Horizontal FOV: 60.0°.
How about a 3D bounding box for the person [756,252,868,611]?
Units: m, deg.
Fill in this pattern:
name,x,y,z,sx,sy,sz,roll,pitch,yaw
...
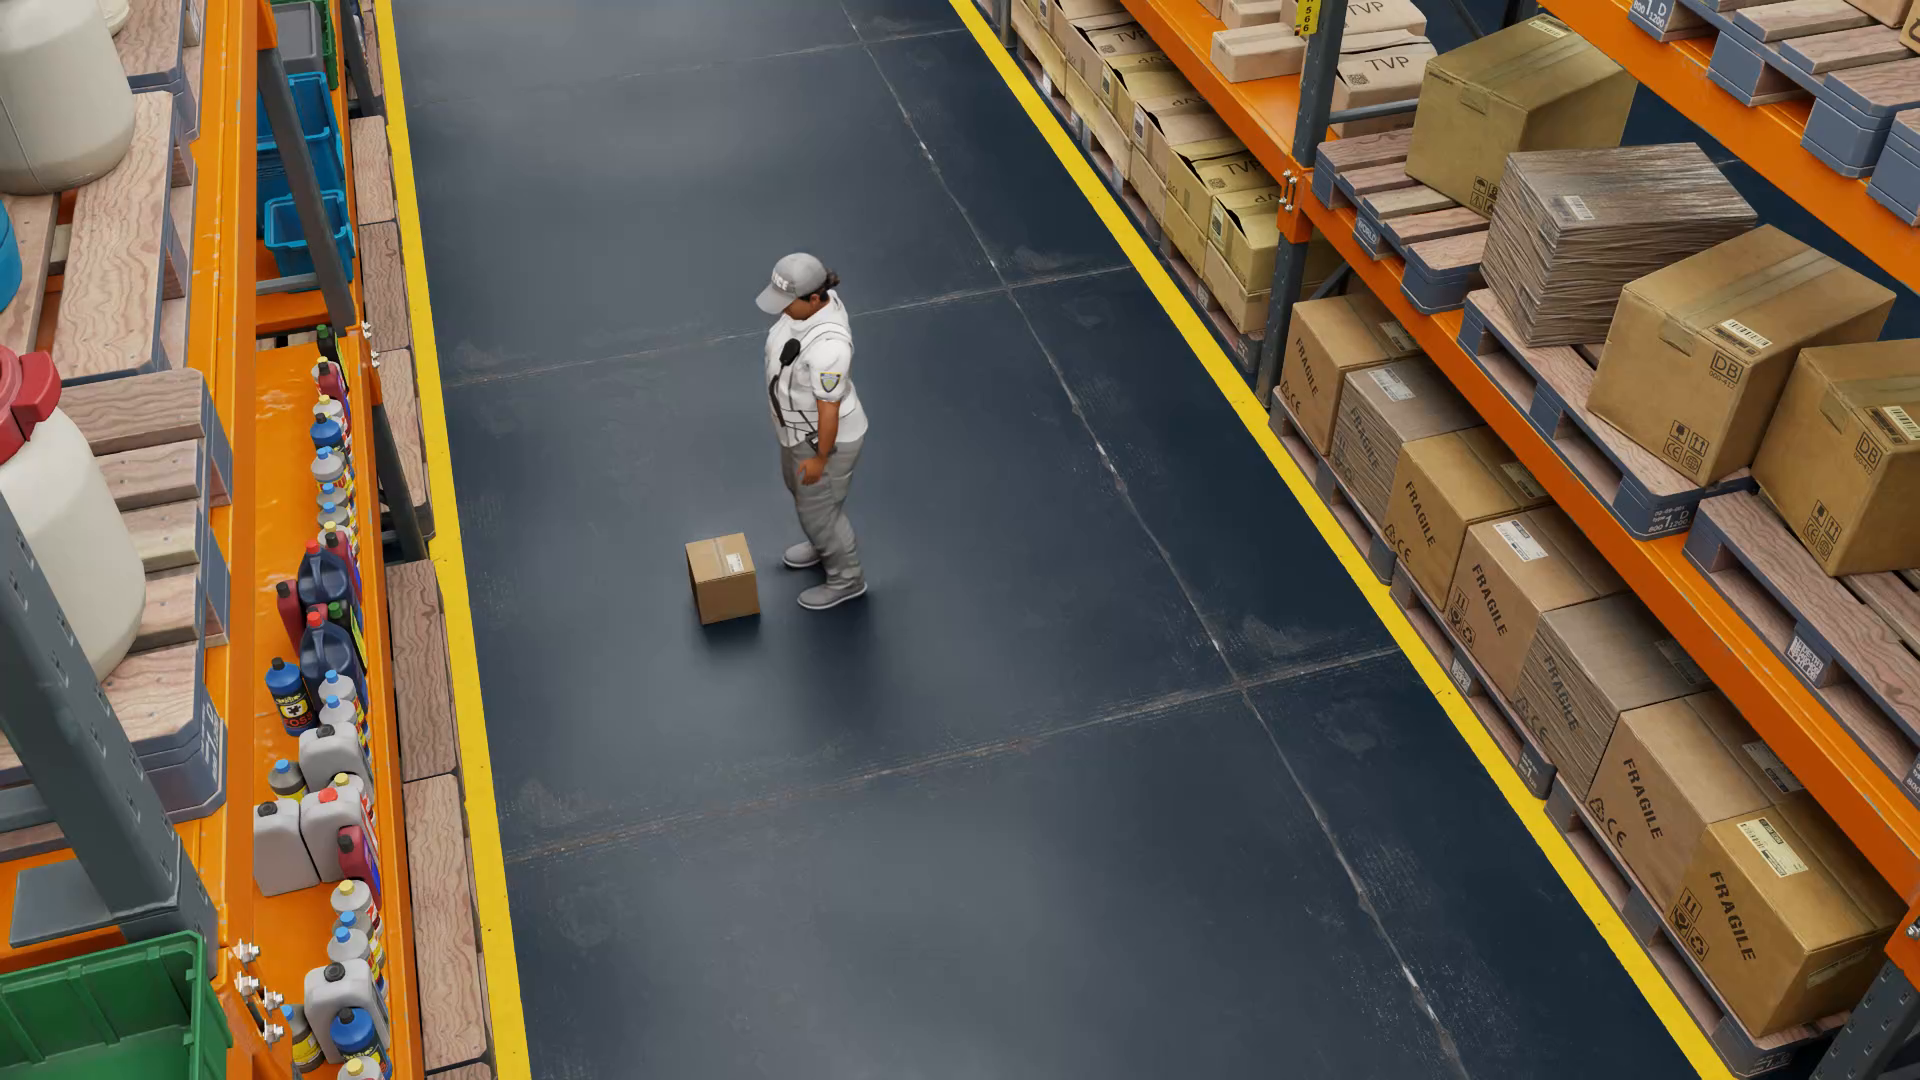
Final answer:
name,x,y,z,sx,sy,sz,roll,pitch,yaw
person,-0.570,-0.433,6.645,0.389,1.653,0.474,-11,44,-12
